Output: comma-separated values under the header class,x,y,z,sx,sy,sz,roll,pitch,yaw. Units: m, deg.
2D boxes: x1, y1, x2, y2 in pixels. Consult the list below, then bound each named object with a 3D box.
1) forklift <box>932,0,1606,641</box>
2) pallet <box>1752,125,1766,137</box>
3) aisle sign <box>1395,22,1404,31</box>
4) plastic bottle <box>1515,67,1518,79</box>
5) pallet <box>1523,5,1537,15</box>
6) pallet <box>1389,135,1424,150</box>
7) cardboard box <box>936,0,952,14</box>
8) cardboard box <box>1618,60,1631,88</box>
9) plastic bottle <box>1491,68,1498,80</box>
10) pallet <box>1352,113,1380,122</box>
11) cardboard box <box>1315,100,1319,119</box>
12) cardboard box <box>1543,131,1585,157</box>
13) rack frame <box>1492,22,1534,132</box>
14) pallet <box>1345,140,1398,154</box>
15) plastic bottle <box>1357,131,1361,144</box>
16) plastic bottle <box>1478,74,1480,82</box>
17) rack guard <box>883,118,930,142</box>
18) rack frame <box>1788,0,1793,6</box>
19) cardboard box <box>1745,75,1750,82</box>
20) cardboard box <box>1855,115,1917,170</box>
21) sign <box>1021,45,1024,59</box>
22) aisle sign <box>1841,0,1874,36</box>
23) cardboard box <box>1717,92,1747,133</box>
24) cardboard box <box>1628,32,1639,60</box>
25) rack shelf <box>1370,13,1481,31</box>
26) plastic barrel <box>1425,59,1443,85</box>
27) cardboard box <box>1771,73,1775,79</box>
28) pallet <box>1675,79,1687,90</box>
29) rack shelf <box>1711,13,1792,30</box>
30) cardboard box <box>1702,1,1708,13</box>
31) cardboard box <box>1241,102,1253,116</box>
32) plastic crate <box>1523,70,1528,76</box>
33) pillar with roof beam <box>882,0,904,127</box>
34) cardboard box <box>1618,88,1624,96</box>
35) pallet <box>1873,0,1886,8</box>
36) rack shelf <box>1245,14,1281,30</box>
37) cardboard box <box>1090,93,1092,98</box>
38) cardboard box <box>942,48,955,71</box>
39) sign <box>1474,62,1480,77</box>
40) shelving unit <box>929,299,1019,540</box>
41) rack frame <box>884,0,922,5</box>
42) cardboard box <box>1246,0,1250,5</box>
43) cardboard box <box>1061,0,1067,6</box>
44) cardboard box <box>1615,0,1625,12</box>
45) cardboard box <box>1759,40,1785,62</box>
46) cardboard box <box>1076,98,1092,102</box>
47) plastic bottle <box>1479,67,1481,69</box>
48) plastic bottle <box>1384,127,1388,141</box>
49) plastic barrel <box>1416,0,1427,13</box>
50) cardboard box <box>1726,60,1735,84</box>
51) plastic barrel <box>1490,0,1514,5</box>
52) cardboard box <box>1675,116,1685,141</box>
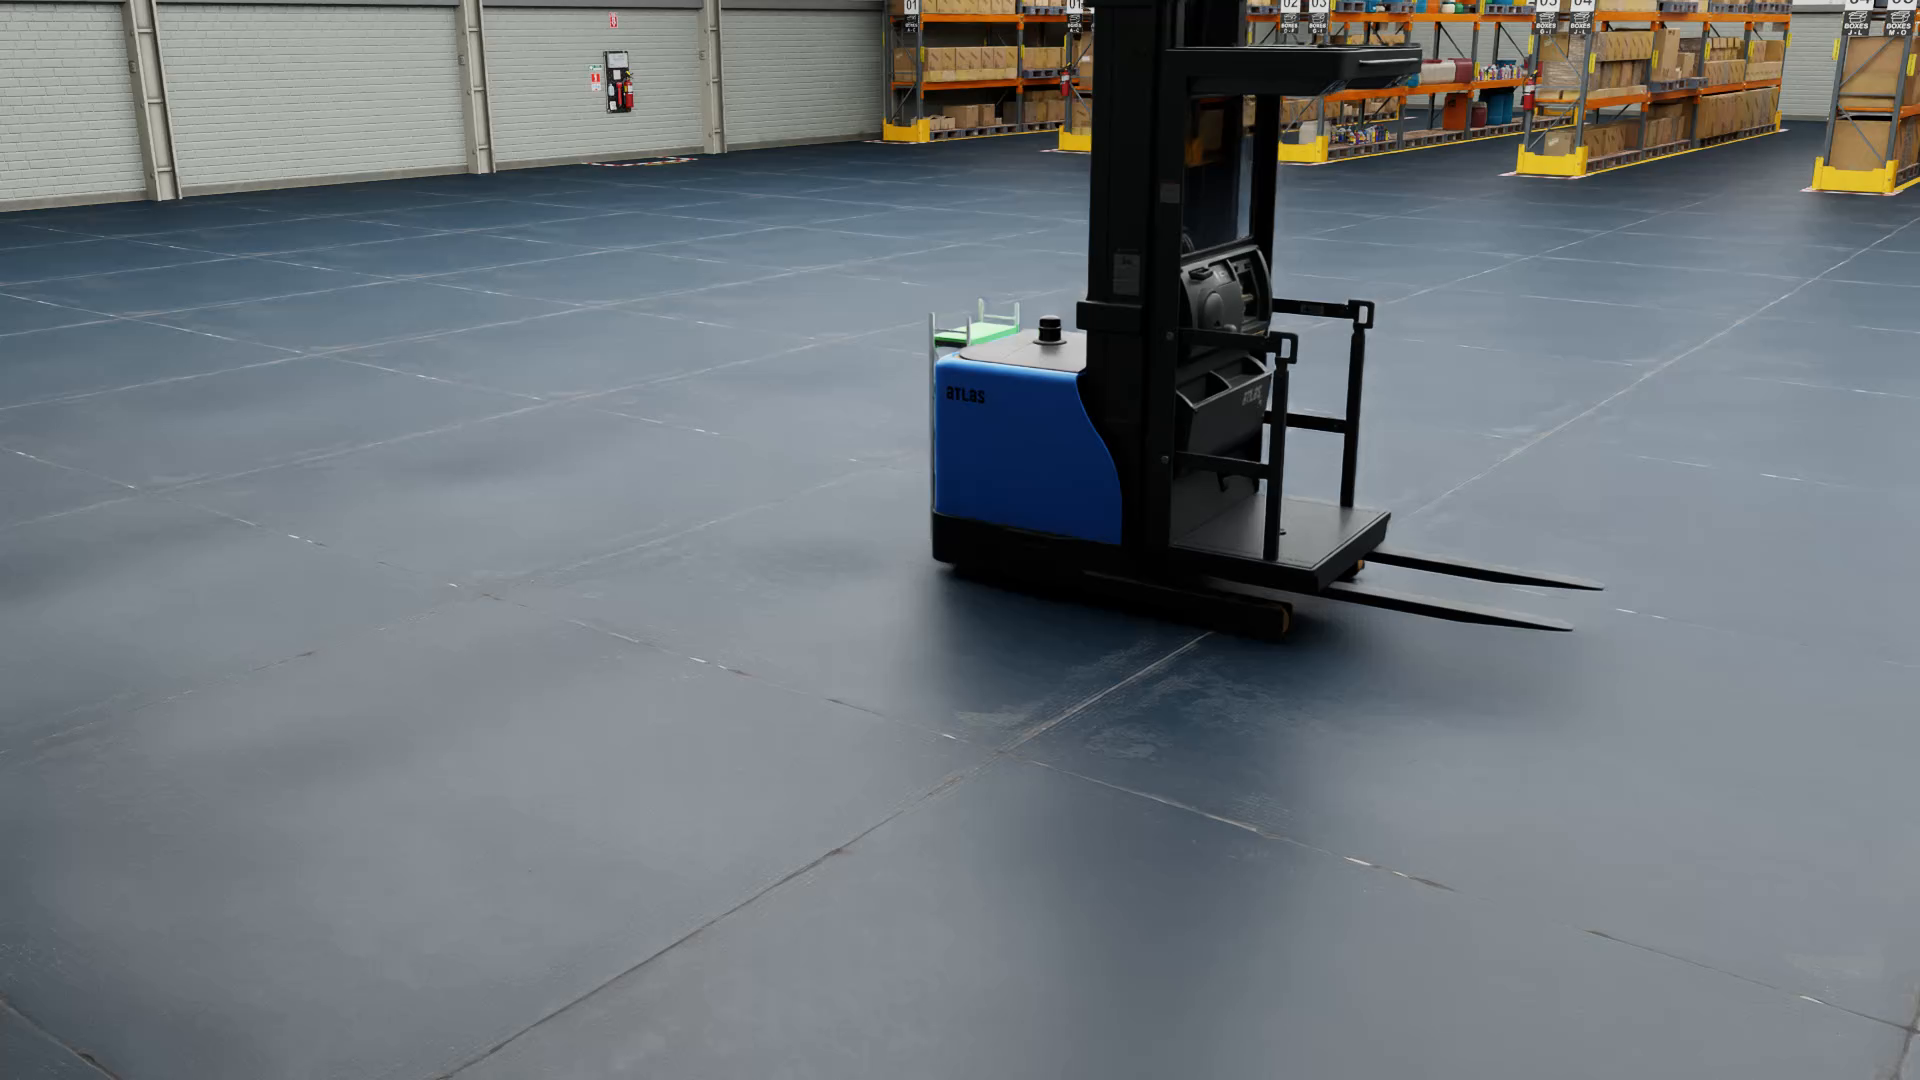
class,x,y,z,sx,sy,sz,roll,pitch,yaw
forklift,1.389,-1.137,7.463,3.031,2.935,1.130,10,20,30
pallet,19.036,-10.031,40.691,1.003,0.211,1.213,12,21,35
aisle sign,12.510,-14.812,46.999,0.394,0.787,0.004,12,21,35
plastic bottle,13.623,-11.482,40.869,0.152,0.276,0.135,12,21,35
pallet,13.427,-12.918,40.544,1.213,0.211,1.003,12,21,35
pallet,9.486,-8.736,36.519,1.003,0.211,1.213,12,21,35
cardboard box,-0.542,-12.319,38.094,0.500,0.500,0.500,14,22,38
cardboard box,12.166,-8.842,31.490,0.875,0.500,0.500,12,21,35
plastic bottle,12.776,-11.144,39.779,0.152,0.276,0.135,12,21,35
pallet,10.976,-11.779,46.318,1.003,0.211,1.213,12,21,35
cardboard box,9.175,-11.268,43.444,0.500,0.500,0.500,13,21,35
cardboard box,11.029,-7.198,30.373,0.500,0.500,0.500,-15,23,-40
rack frame,13.816,-11.779,41.617,1.000,3.000,0.127,12,21,35
pallet,8.615,-8.390,35.404,1.003,0.211,1.213,12,21,35
plastic bottle,8.200,-8.287,34.229,0.097,0.271,0.097,0,17,0
plastic bottle,12.099,-10.824,38.875,0.097,0.201,0.097,0,17,0
rack guard,-1.246,-9.496,38.480,1.175,0.500,0.348,12,21,35
rack frame,20.177,-14.722,40.977,1.000,3.000,0.127,12,21,35
cardboard box,18.237,-10.796,38.874,0.380,0.149,0.250,12,21,35
cardboard box,15.985,-6.931,28.880,0.875,0.875,0.875,13,21,35
sign,1.533,-11.944,40.688,0.100,0.325,0.005,12,21,35
aisle sign,14.283,-8.423,26.426,0.394,0.787,0.004,12,21,35
cardboard box,17.428,-9.934,38.549,1.225,0.875,0.875,12,21,35
cardboard box,12.384,-9.272,31.187,0.500,0.500,0.500,12,21,35
rack shelf,10.241,-11.439,36.677,1.077,0.370,4.000,12,21,35
plastic barrel,10.490,-10.406,36.965,0.433,0.535,0.433,0,17,0
cardboard box,19.775,-11.412,40.859,0.380,0.149,0.250,13,21,36
pallet,14.263,-9.381,34.218,1.003,0.211,1.213,12,21,35
rack shelf,18.985,-12.469,39.995,1.077,0.370,4.000,12,21,35
cardboard box,15.324,-11.156,34.804,0.500,0.250,0.500,12,21,35
cardboard box,7.038,-10.565,40.689,0.500,0.311,0.500,12,21,34
plastic crate,14.208,-11.768,41.923,0.396,0.136,0.243,12,21,35
pillar with roof beam,1.889,-13.096,35.741,9.100,9.000,0.400,12,21,35
cardboard box,12.229,-8.421,31.226,0.380,0.149,0.250,12,21,35
pallet,15.727,-9.006,27.778,1.003,0.211,1.213,12,21,35
rack shelf,6.265,-12.315,39.499,1.077,0.370,4.000,12,21,35
cardboard box,4.019,-11.903,44.933,0.750,0.750,0.750,12,21,34
cardboard box,-0.463,-11.144,38.527,0.500,0.500,0.500,12,21,35
sign,11.878,-10.809,38.217,0.100,0.325,0.005,12,21,35
shelving unit,0.077,-0.619,8.715,0.258,1.200,0.503,10,20,30
rack frame,-1.291,-13.537,37.161,1.000,3.000,0.127,12,21,35
cardboard box,6.583,-12.884,39.661,0.500,0.250,0.500,12,21,34
cardboard box,2.629,-13.776,42.782,0.797,0.503,0.637,16,24,42
cardboard box,11.739,-9.717,30.172,0.500,0.250,0.500,12,21,34
cardboard box,20.097,-12.123,41.210,0.500,0.500,0.500,13,21,35
cardboard box,3.089,-11.413,43.910,0.700,0.500,0.500,13,21,35
plastic bottle,12.682,-11.457,40.787,0.152,0.276,0.135,12,21,35
plastic bottle,9.027,-8.614,35.262,0.061,0.283,0.133,14,22,37
plastic barrel,9.957,-12.017,36.479,0.600,0.901,0.708,12,21,35
cardboard box,17.128,-10.550,37.490,0.500,0.500,0.500,12,21,34
plastic barrel,12.921,-13.218,39.640,0.600,0.901,0.708,12,21,35
cardboard box,15.027,-8.805,35.511,0.700,0.500,0.500,11,20,32
